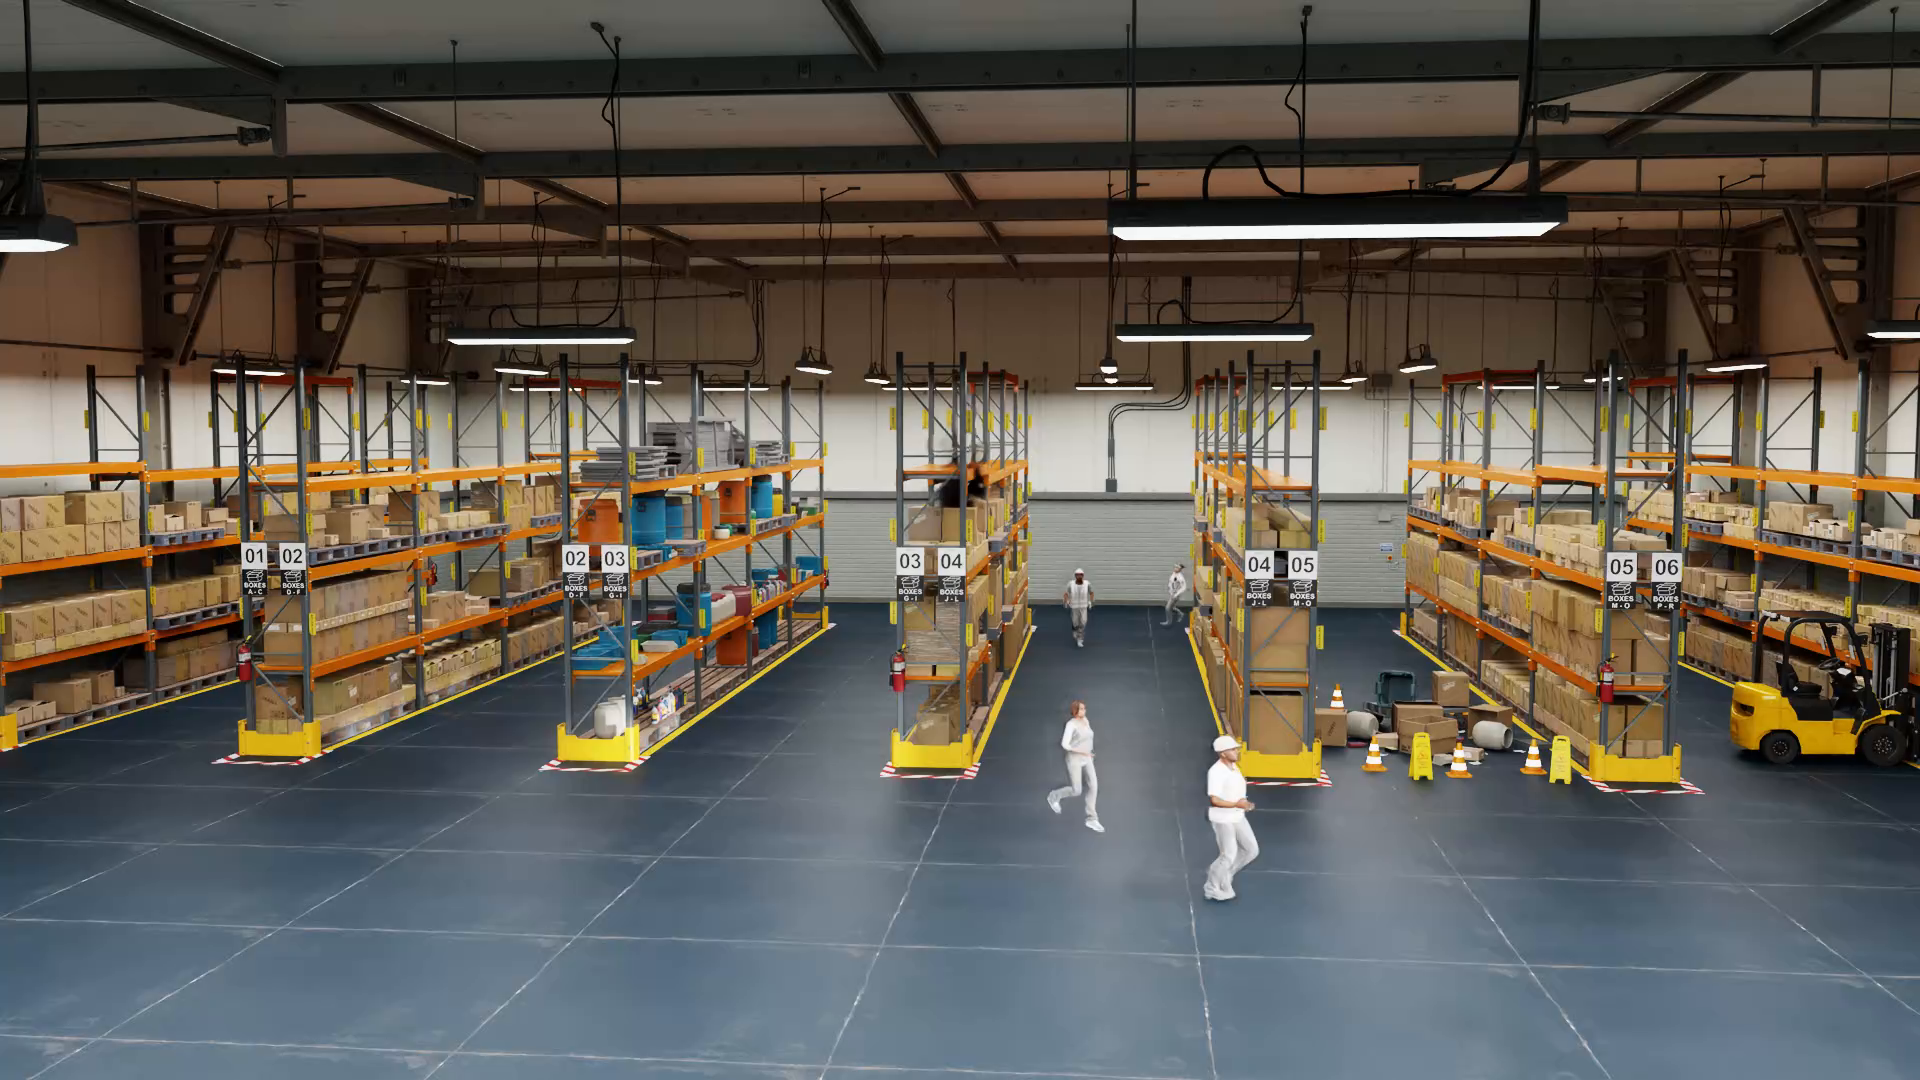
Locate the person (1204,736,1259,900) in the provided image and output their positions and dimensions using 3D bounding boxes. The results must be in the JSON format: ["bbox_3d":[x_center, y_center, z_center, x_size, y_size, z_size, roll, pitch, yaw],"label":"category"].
[{"bbox_3d":[2.843,2.898,17.289,0.627,1.732,0.675,3,5,33],"label":"person"}]

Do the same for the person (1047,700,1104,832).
[{"bbox_3d":[1.464,2.762,20.538,0.816,1.590,0.552,4,6,43],"label":"person"}]

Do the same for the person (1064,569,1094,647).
[{"bbox_3d":[2.668,1.500,37.254,0.674,1.741,0.686,0,4,0],"label":"person"}]

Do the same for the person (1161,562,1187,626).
[{"bbox_3d":[5.355,1.319,40.673,0.658,1.593,0.788,-3,5,-35],"label":"person"}]
